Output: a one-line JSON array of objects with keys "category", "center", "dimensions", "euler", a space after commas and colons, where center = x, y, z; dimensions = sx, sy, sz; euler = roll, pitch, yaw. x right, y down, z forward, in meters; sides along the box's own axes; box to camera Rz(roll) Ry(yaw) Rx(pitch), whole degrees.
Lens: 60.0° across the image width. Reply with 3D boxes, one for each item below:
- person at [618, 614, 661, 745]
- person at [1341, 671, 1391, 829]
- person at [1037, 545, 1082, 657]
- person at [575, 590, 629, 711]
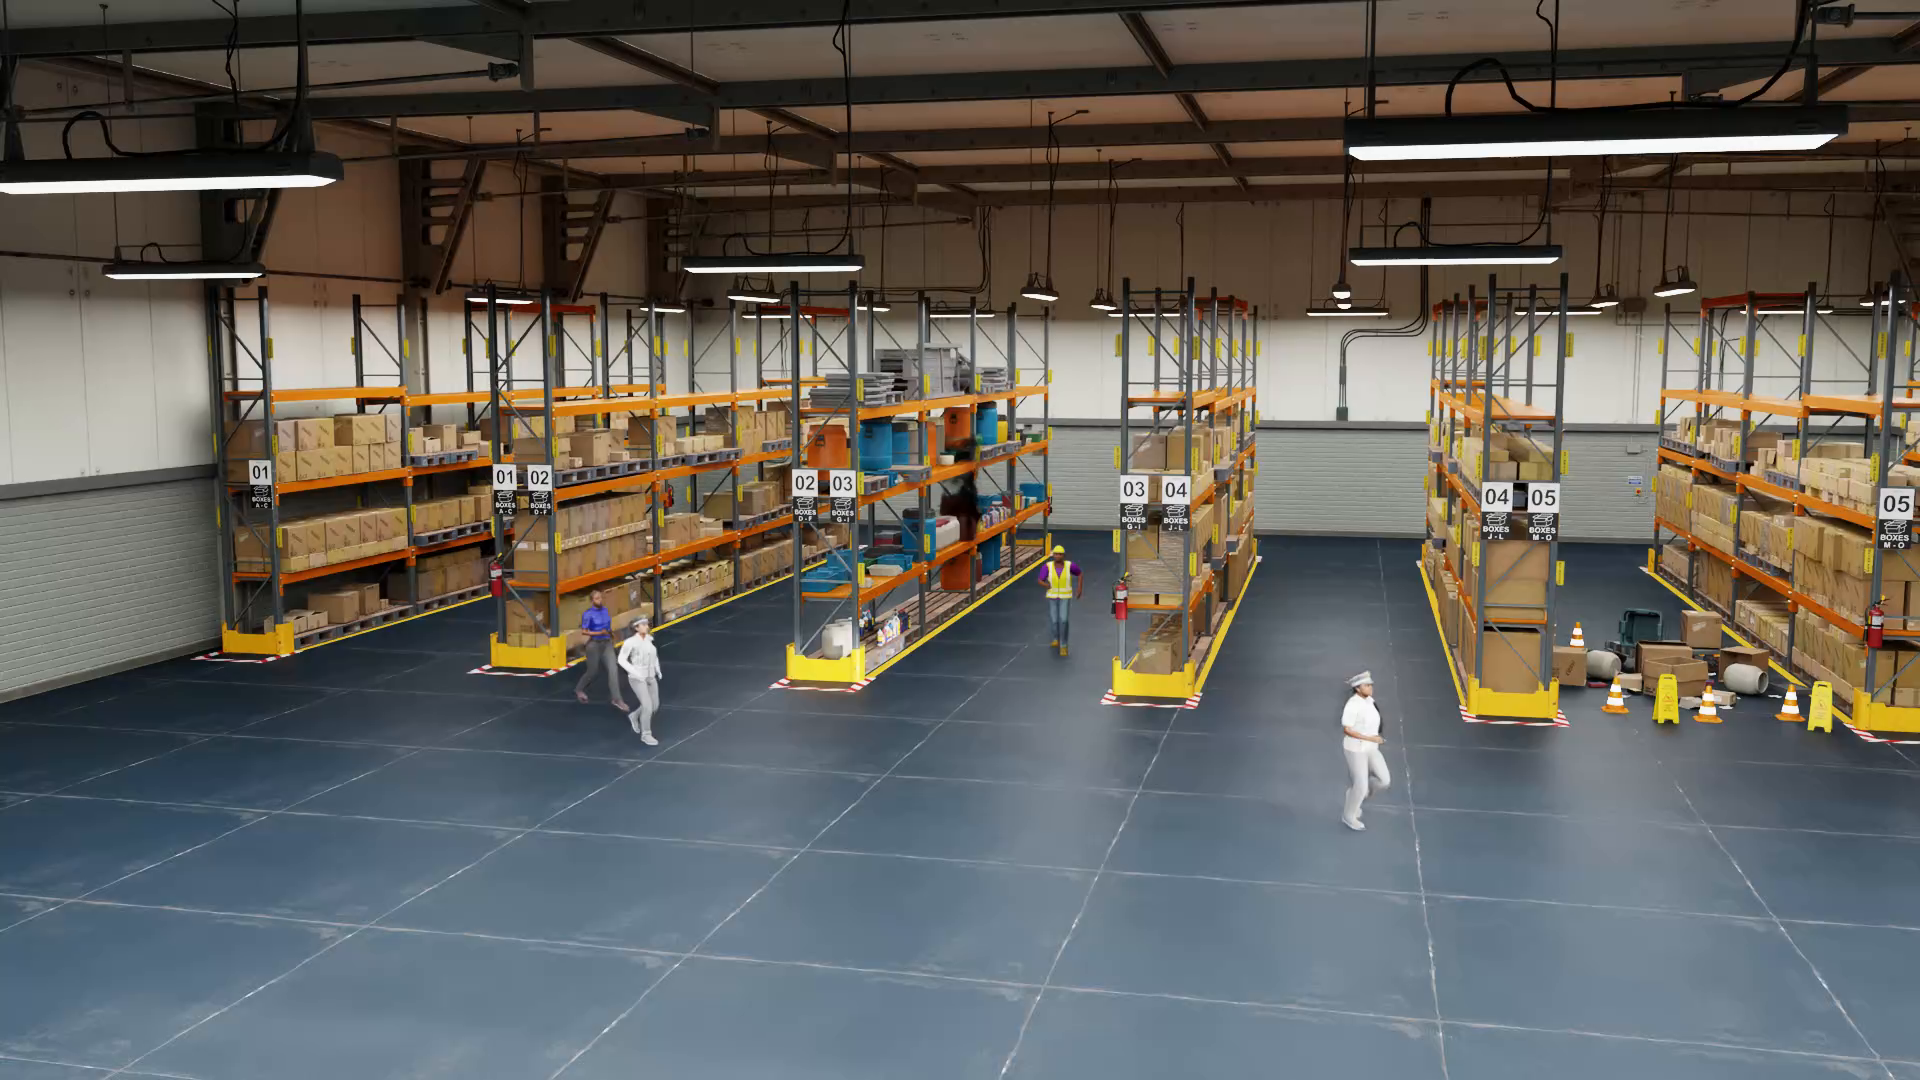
[{"category": "person", "center": [-4.087, 1.755, 21.166], "dimensions": [0.586, 1.673, 0.628], "euler": [5, 8, 37]}, {"category": "person", "center": [4.236, 2.188, 17.346], "dimensions": [0.624, 1.671, 0.537], "euler": [-6, 9, -44]}, {"category": "person", "center": [1.637, 1.003, 27.368], "dimensions": [0.724, 1.847, 0.757], "euler": [1, 7, 9]}, {"category": "person", "center": [-4.999, 1.514, 23.159], "dimensions": [0.990, 1.642, 0.587], "euler": [6, 9, 43]}]
